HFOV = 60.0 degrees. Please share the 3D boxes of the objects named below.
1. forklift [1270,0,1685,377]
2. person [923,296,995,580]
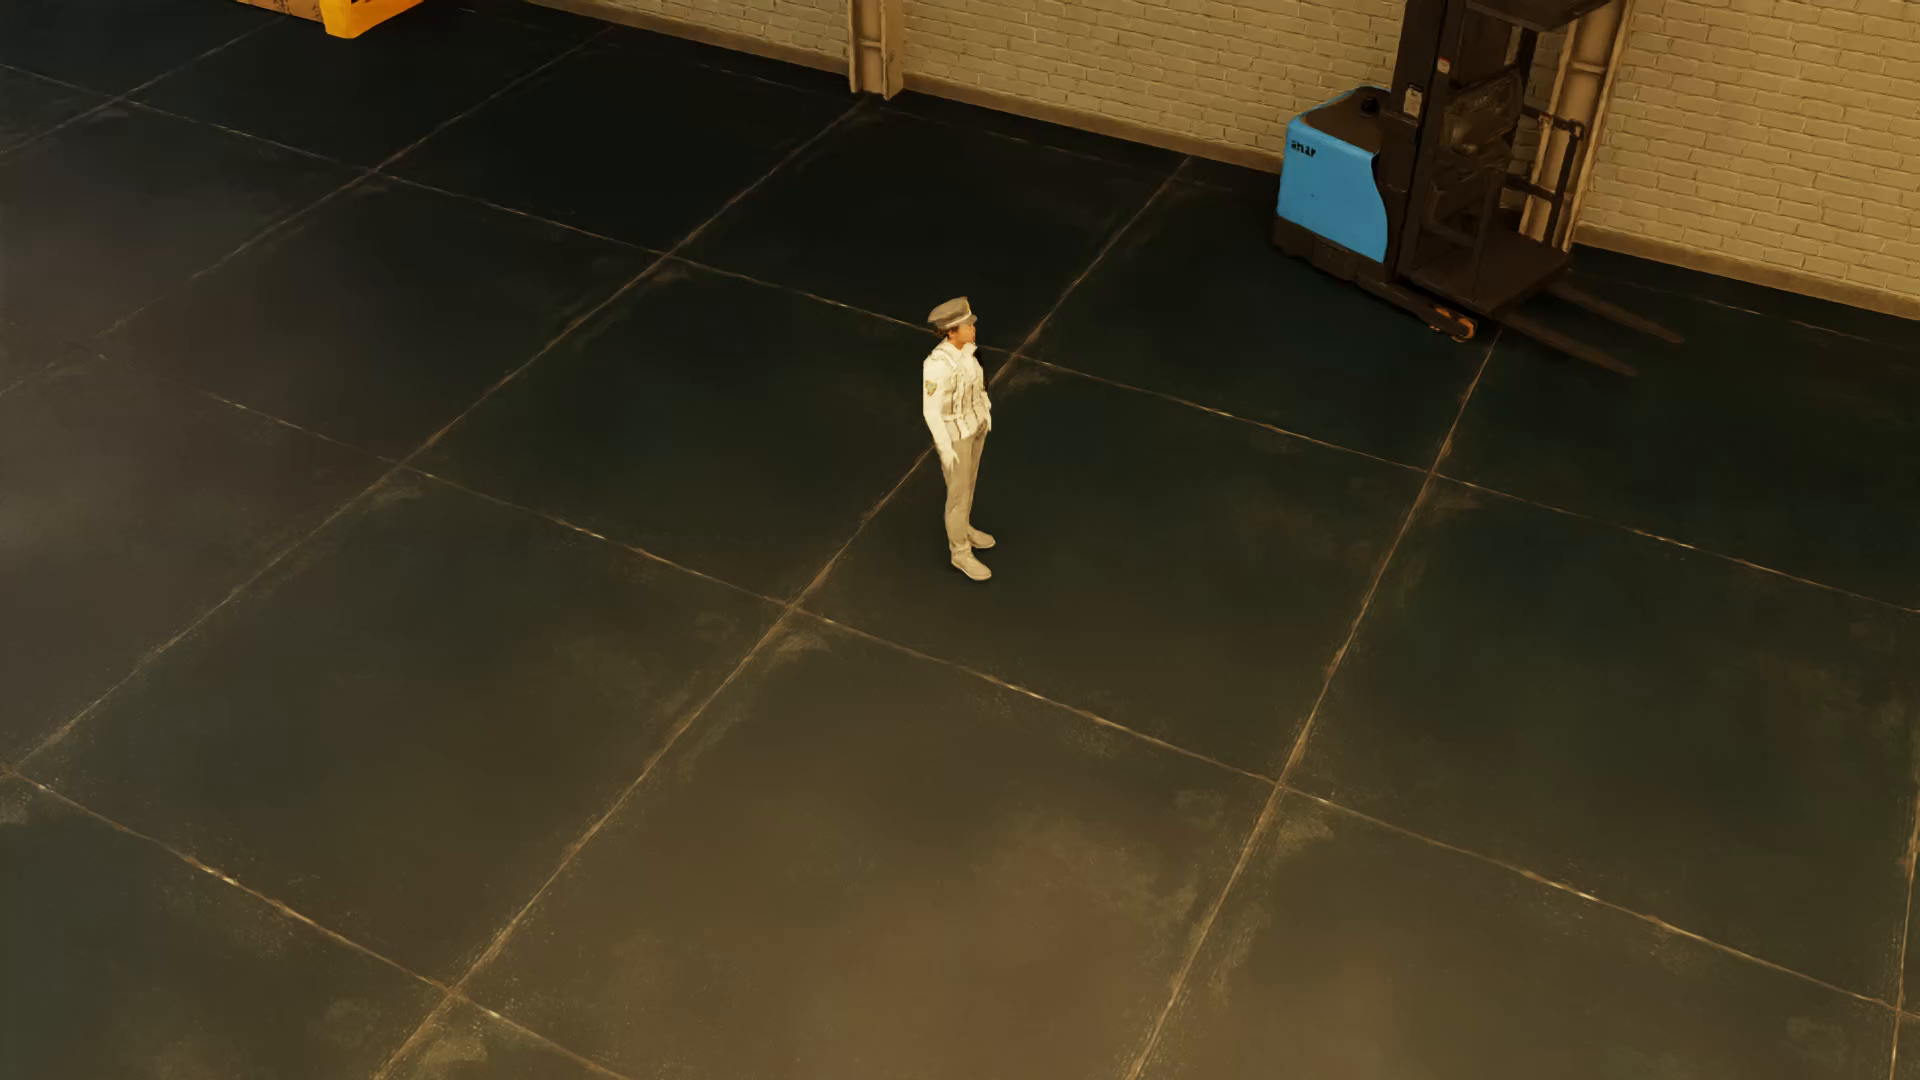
[{"bbox_3d":[3.778,-2.917,11.450,1.130,2.935,3.031,-31,49,-31],"label":"forklift"},{"bbox_3d":[0.057,-0.630,9.682,0.533,1.695,0.586,18,43,21],"label":"person"}]
